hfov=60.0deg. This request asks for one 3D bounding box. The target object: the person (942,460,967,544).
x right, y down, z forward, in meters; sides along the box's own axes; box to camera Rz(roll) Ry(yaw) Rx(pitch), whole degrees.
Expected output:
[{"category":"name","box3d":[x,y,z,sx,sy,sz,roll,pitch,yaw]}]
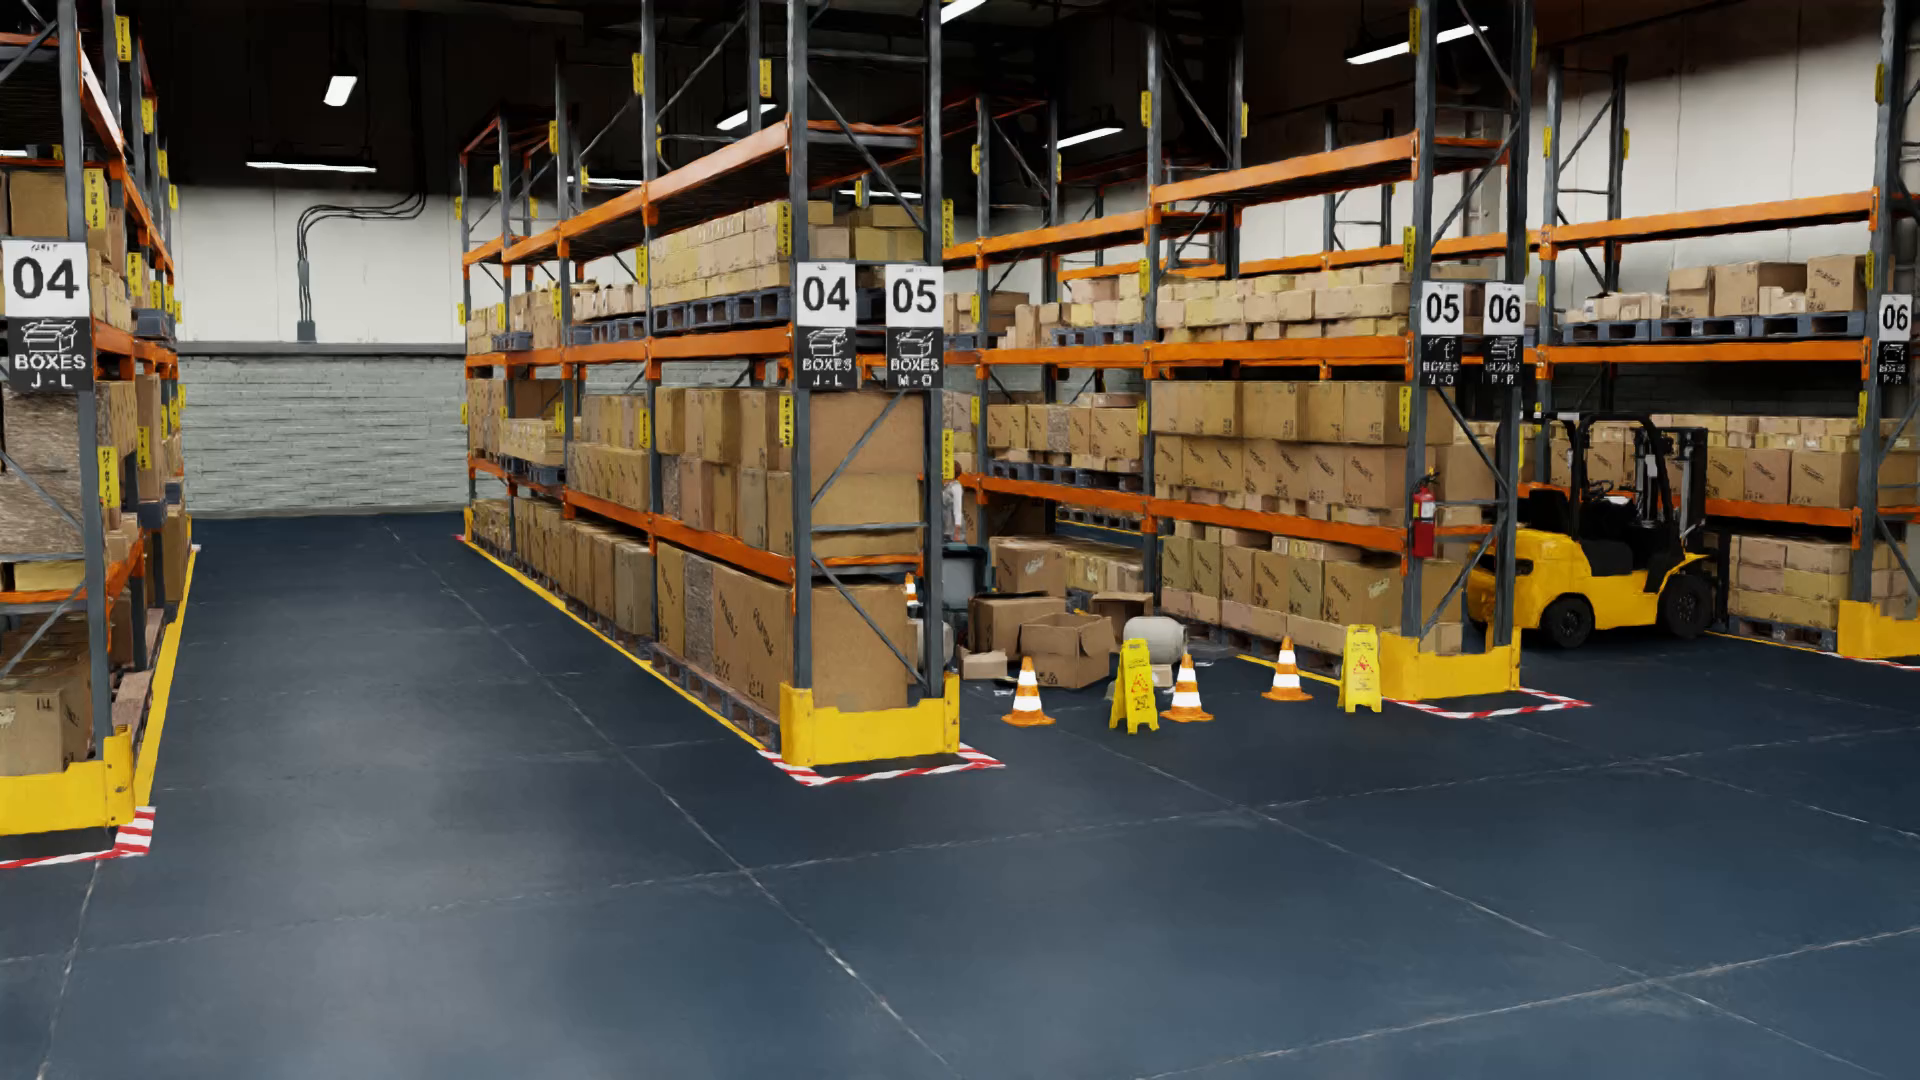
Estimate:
[{"category":"person","box3d":[-0.103,-0.077,17.834,0.533,1.587,0.595,-2,6,-18]}]
